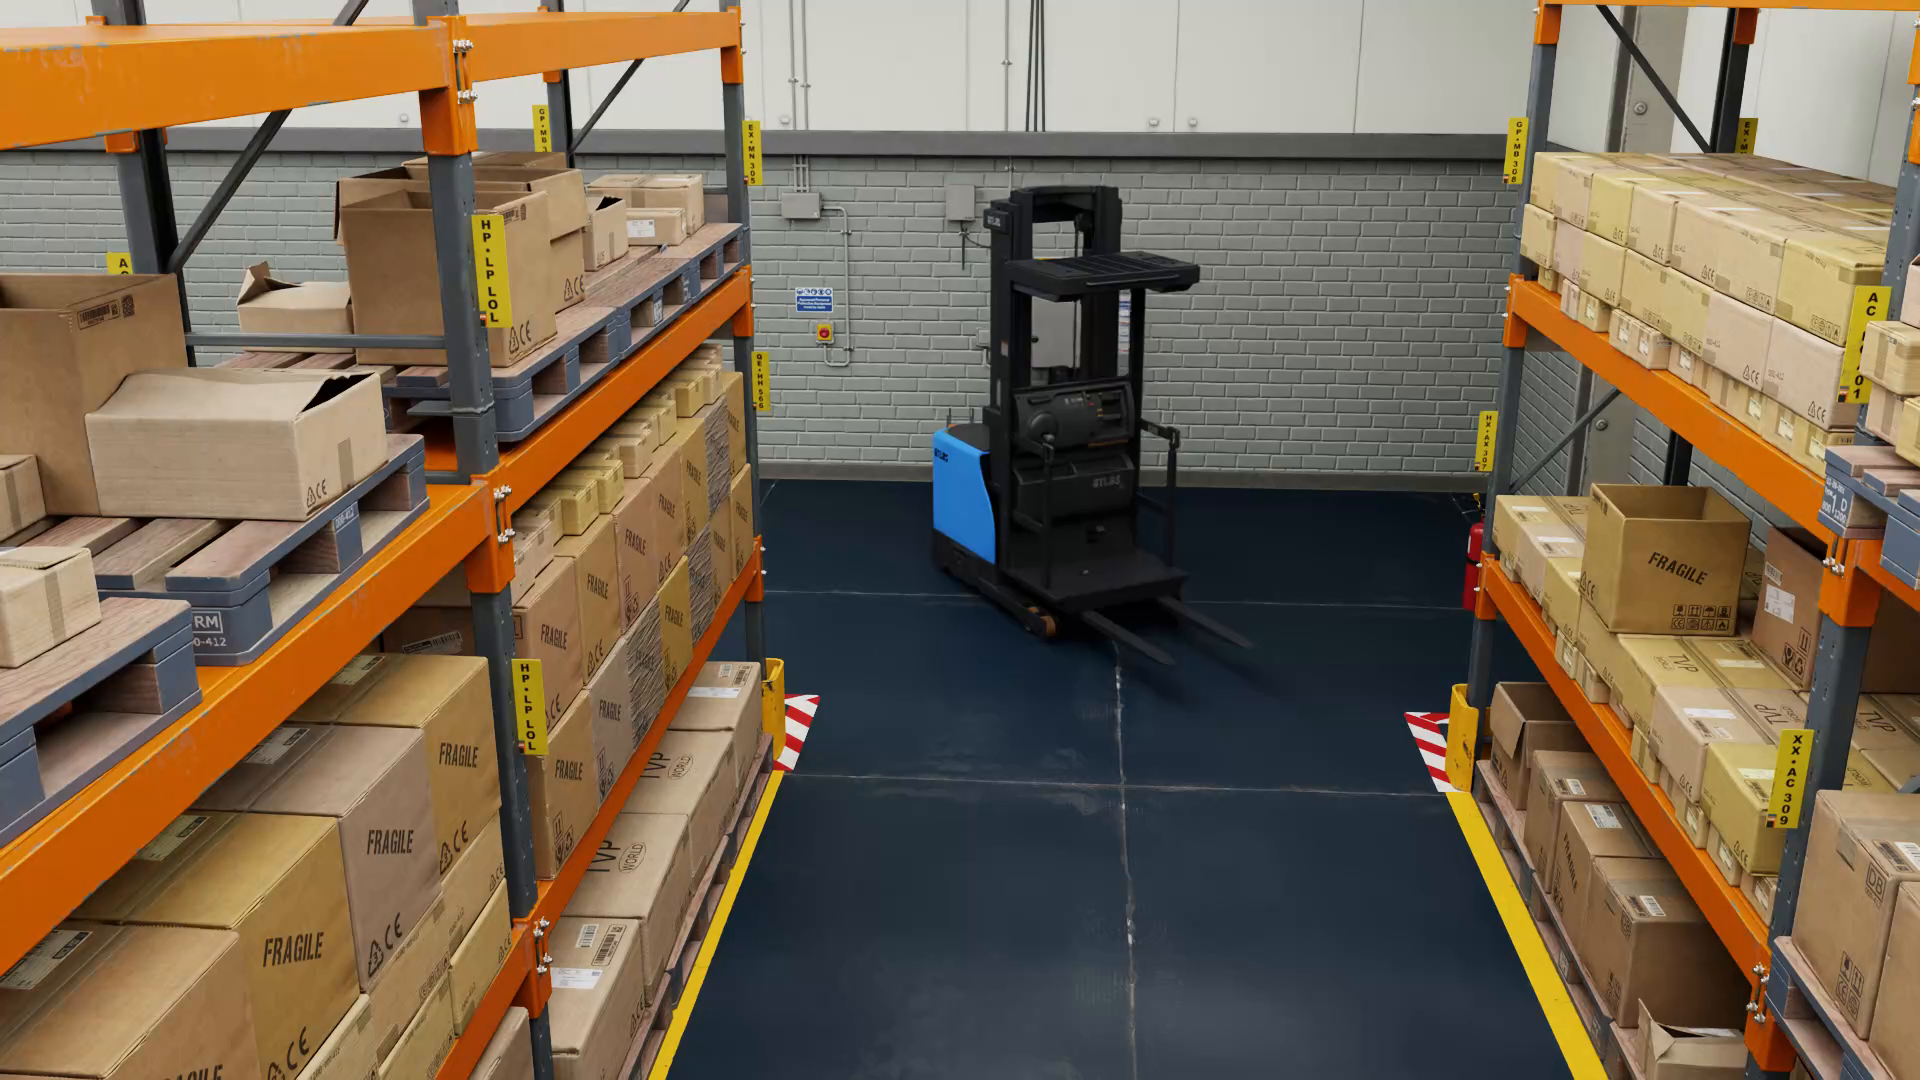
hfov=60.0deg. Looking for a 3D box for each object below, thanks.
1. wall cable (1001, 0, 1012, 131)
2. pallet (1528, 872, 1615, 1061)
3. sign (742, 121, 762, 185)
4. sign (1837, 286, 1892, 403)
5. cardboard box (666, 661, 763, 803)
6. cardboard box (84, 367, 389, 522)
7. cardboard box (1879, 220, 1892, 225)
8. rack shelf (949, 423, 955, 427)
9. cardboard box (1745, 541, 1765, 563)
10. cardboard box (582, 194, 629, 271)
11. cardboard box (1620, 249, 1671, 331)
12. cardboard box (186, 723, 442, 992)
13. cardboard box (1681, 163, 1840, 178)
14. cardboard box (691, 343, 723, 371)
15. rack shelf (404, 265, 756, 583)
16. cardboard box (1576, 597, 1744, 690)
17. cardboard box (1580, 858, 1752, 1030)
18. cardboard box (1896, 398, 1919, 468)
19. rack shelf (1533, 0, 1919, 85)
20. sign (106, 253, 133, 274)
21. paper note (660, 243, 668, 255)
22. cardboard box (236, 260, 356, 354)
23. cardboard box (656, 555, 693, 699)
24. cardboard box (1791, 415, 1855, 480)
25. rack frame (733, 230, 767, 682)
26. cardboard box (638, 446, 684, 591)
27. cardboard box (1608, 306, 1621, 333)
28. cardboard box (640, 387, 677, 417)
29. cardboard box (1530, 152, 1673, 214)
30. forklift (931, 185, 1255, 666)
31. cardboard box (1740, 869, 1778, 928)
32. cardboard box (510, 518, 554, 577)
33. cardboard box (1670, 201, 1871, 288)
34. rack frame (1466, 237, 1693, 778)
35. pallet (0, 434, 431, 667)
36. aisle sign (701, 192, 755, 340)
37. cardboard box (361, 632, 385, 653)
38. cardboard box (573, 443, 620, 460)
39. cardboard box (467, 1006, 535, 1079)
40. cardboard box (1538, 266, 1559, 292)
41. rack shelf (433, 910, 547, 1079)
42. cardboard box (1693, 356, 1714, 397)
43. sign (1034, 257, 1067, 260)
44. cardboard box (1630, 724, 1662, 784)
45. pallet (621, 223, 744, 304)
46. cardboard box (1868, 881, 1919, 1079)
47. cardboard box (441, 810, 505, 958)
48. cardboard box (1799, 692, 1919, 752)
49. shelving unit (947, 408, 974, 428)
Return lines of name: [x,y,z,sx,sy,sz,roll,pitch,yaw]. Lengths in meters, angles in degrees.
wall cable: [-0.741,-4.816,13.668,2.355,3.000,0.029,1,18,4]
pallet: [3.182,1.874,7.364,1.003,0.211,1.213,1,18,4]
sign: [-1.077,-2.002,8.602,0.100,0.325,0.005,1,18,4]
sign: [2.505,-0.538,4.601,0.100,0.325,0.005,1,18,4]
cardboard box: [-1.565,1.016,8.946,0.875,0.438,0.875,1,18,2]
cardboard box: [-1.758,-0.271,4.086,0.500,0.311,0.500,1,18,4]
cardboard box: [3.388,-0.899,5.493,0.500,0.250,0.500,1,18,2]
rack shelf: [0.004,-0.775,13.225,0.215,0.259,0.240,1,18,4]
cardboard box: [3.527,0.139,7.945,0.500,0.250,0.500,1,18,4]
cardboard box: [-1.775,-1.376,7.296,0.500,0.311,0.500,2,18,5]
cardboard box: [2.950,-0.986,6.559,0.500,0.250,0.500,1,18,3]
cardboard box: [-1.716,0.815,4.351,0.500,0.500,0.500,2,18,5]
cardboard box: [3.542,-1.527,7.409,0.500,0.250,0.500,1,18,2]
cardboard box: [-1.444,-0.924,8.619,0.380,0.149,0.250,2,18,5]
rack shelf: [-1.761,-0.672,6.994,1.077,0.370,4.000,1,18,4]
cardboard box: [2.948,0.438,7.031,0.500,0.250,0.500,1,18,2]
cardboard box: [3.021,1.663,6.870,0.700,0.500,0.500,1,18,2]
cardboard box: [2.575,-0.247,4.111,0.380,0.149,0.250,1,18,5]
rack shelf: [3.190,-1.986,6.193,1.077,0.370,4.000,1,18,4]
sign: [-2.458,-0.688,4.930,0.100,0.325,0.005,1,18,4]
paper note: [-1.188,-1.171,6.681,0.006,0.032,0.123,1,18,4]
cardboard box: [-2.178,-0.781,5.554,0.396,0.266,0.258,2,18,6]
cardboard box: [-1.490,0.375,7.301,0.500,0.500,0.500,2,18,6]
cardboard box: [2.778,-0.282,5.052,0.380,0.149,0.250,1,18,4]
rack frame: [-1.618,-0.210,9.245,1.000,3.000,0.127,1,18,4]
cardboard box: [-1.500,-0.104,7.158,0.500,0.500,0.500,1,18,4]
cardboard box: [2.962,-0.916,6.987,0.380,0.149,0.250,1,18,3]
cardboard box: [-1.521,-0.606,7.648,0.380,0.149,0.250,1,18,3]
cardboard box: [3.051,-1.701,7.939,0.500,0.250,0.500,1,18,3]
forklift: [0.901,-0.870,11.371,1.130,2.935,3.031,-9,20,-26]
cardboard box: [2.818,1.157,5.478,0.380,0.149,0.250,2,18,5]
cardboard box: [-1.621,0.030,5.707,0.380,0.149,0.250,2,18,5]
cardboard box: [2.915,-1.068,6.008,0.500,0.250,0.500,2,18,5]
rack frame: [3.334,-0.100,8.911,1.000,3.000,0.127,1,18,4]
pallet: [-1.921,-0.016,4.144,0.805,0.209,1.217,1,18,2]
aisle sign: [-1.303,-1.460,8.887,0.394,0.787,0.004,1,18,4]
cardboard box: [-2.146,0.357,5.749,0.500,0.500,0.500,1,18,3]
cardboard box: [-1.581,-0.288,6.677,0.380,0.149,0.250,1,18,4]
cardboard box: [-1.869,2.037,5.126,0.875,0.875,0.875,2,18,6]
cardboard box: [3.079,-1.312,8.196,0.380,0.149,0.250,2,18,5]
rack shelf: [-2.048,1.996,3.670,1.077,0.370,4.000,1,18,4]
cardboard box: [2.897,-0.600,6.022,0.380,0.149,0.250,2,18,6]
sign: [0.808,-2.327,14.381,0.339,0.242,0.001,1,18,4]
cardboard box: [2.845,0.834,6.465,0.380,0.149,0.250,1,18,3]
pallet: [-1.660,-1.362,8.088,1.003,0.211,1.213,1,18,4]
cardboard box: [2.752,1.201,4.104,0.700,0.500,0.500,1,18,5]
cardboard box: [-1.693,1.009,4.965,0.500,0.250,0.500,1,18,4]
cardboard box: [3.381,0.769,6.023,0.500,0.250,0.500,1,18,3]
shelving unit: [0.004,-0.516,13.310,0.215,1.050,0.252,1,18,4]
